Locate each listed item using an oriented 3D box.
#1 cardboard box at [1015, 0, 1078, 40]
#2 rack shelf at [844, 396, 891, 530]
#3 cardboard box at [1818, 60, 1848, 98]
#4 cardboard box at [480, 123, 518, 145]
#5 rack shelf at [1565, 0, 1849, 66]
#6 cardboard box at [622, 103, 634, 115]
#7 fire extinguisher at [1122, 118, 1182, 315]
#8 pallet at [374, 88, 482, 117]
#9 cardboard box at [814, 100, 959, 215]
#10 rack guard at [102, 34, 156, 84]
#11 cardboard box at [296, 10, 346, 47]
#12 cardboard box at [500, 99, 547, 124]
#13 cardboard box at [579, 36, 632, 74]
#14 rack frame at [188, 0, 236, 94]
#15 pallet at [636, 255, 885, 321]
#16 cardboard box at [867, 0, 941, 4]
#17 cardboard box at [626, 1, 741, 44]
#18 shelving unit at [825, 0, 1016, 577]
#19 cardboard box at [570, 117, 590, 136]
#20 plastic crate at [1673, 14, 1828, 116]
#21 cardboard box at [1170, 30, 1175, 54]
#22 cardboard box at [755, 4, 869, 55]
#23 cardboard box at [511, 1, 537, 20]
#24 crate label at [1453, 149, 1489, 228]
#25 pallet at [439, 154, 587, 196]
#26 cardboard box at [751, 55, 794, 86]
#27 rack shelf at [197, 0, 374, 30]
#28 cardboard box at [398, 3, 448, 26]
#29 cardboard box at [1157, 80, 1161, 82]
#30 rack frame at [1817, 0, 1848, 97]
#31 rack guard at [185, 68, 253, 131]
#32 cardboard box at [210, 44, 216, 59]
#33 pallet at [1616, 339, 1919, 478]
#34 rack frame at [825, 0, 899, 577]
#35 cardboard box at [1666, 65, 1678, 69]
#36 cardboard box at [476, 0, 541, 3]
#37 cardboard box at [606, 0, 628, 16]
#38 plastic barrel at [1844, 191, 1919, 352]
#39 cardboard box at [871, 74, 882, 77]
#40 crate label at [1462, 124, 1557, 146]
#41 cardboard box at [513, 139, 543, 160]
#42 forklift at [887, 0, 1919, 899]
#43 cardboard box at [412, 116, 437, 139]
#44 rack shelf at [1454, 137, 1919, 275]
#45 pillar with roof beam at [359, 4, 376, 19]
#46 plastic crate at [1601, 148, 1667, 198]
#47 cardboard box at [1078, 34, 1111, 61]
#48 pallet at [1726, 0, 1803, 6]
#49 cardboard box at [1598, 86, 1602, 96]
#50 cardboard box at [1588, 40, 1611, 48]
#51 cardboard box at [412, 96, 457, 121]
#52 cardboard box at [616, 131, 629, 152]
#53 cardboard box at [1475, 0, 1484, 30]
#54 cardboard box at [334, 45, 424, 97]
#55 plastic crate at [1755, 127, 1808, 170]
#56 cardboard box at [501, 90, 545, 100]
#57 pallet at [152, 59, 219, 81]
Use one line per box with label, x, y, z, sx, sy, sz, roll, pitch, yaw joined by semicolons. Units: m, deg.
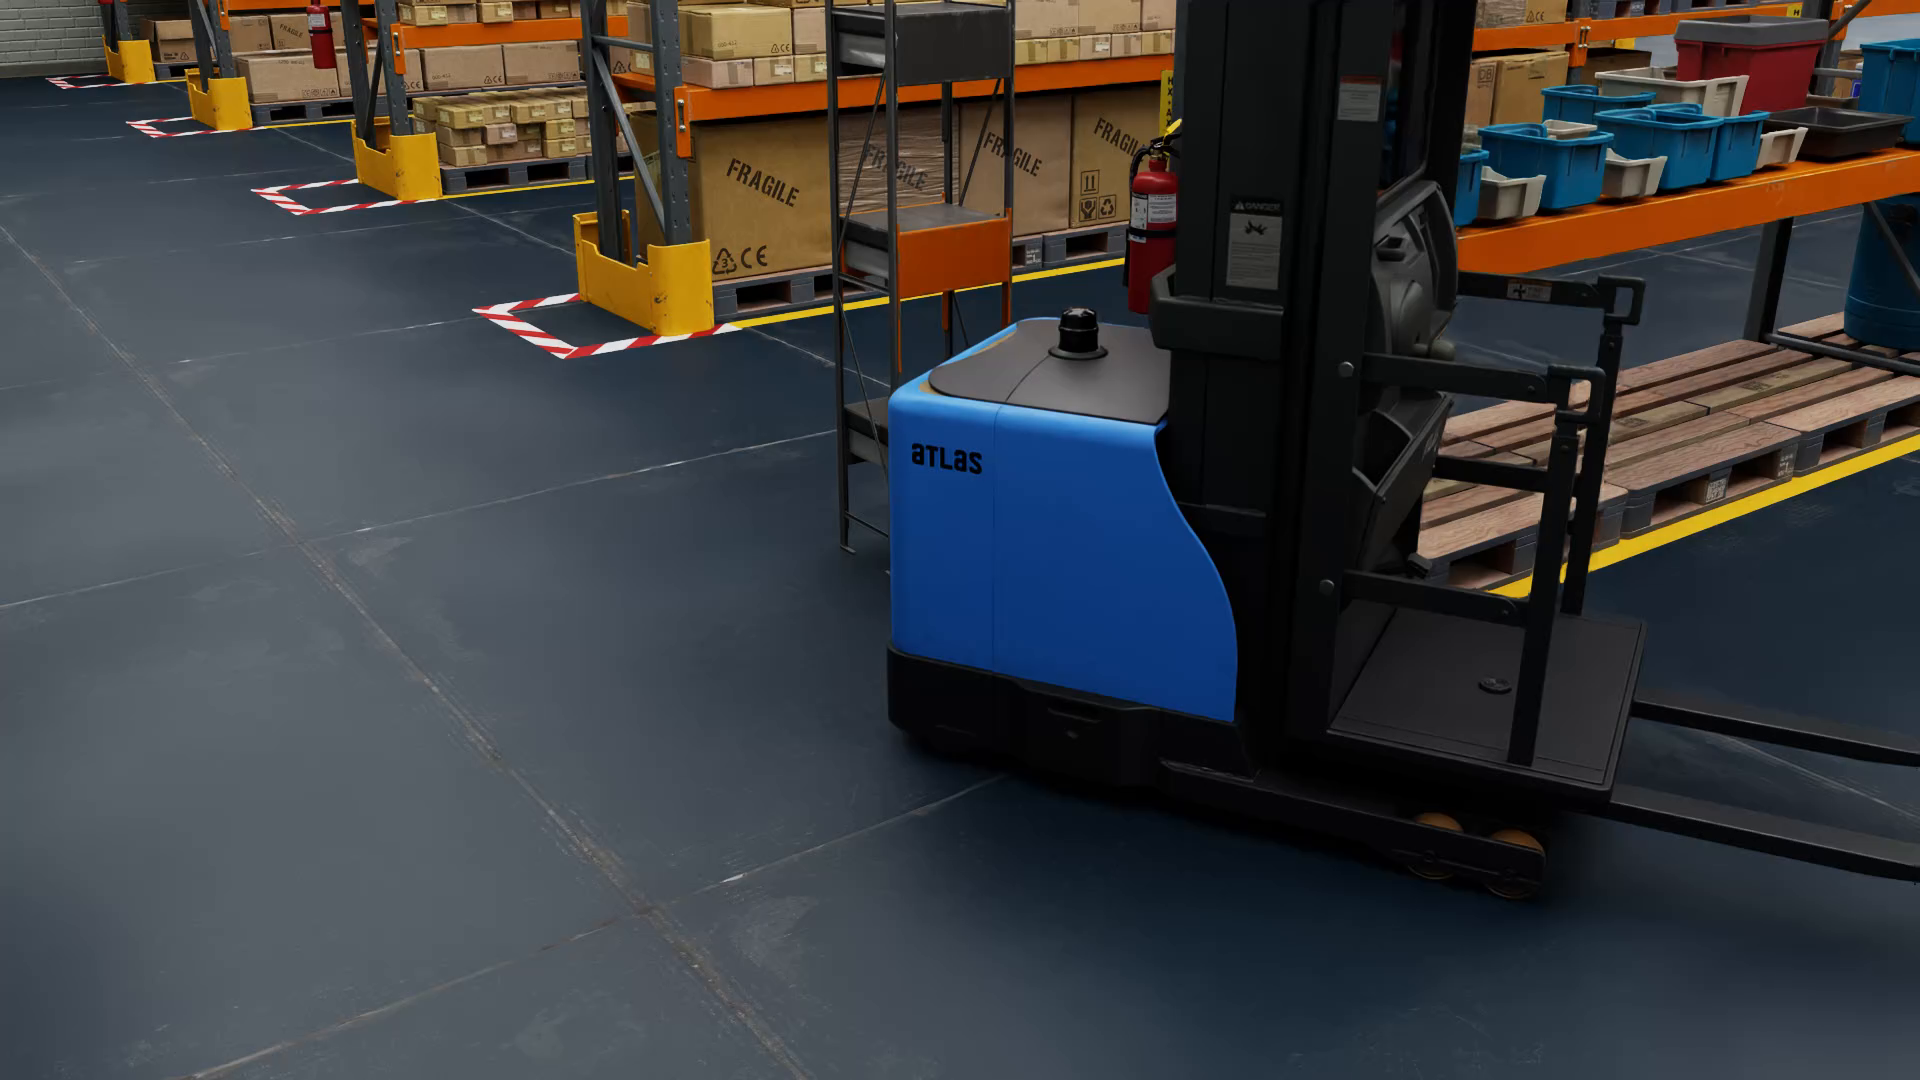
cardboard box;0.386;-3.265;10.331;0.500;0.250;0.500;-14;26;-32
rack shelf;-0.134;-0.277;6.182;0.480;0.518;0.431;-15;26;-33
cardboard box;8.266;-4.434;16.267;0.500;0.500;0.500;-16;27;-34
cardboard box;-3.807;-3.330;13.572;0.250;0.149;0.380;-15;26;-33
rack shelf;6.294;-4.558;14.743;4.000;0.370;1.077;-15;26;-33
cardboard box;-2.957;-3.691;14.077;0.250;0.149;0.380;-14;26;-32
fire extinguisher;0.682;-1.133;5.796;0.183;0.674;0.296;-15;26;-33
pallet;-6.018;-4.873;18.325;1.213;0.211;1.003;-15;26;-33
cardboard box;-0.612;-2.296;10.403;0.875;0.875;0.875;-15;26;-33
rack guard;-10.451;-6.057;20.902;0.348;0.500;1.175;-15;26;-33
cardboard box;-8.402;-6.738;22.041;0.500;0.500;0.700;-16;27;-35
cardboard box;-3.581;-3.512;13.629;0.250;0.149;0.380;-15;26;-33
cardboard box;-3.907;-5.942;19.539;0.875;0.875;0.875;-14;26;-31
rack frame;-7.611;-5.709;16.657;0.127;3.000;1.000;-15;26;-33
pallet;-1.220;-1.629;10.195;1.213;0.211;1.003;-15;26;-33
cardboard box;-0.453;-3.390;9.633;0.500;0.500;0.500;-16;27;-34
cardboard box;-1.585;-2.981;9.621;0.500;0.250;0.500;-15;26;-34
shelving unit;-0.134;-0.939;5.917;0.503;2.100;0.431;-15;26;-33
cardboard box;-3.229;-3.518;14.044;0.250;0.149;0.380;-16;27;-35
plastic crate;3.445;-2.044;7.303;0.583;0.464;0.402;-15;26;-33
cardboard box;1.368;-3.313;10.990;0.250;0.149;0.380;-15;26;-33
cardboard box;-0.858;-2.934;9.502;0.500;0.250;0.500;-15;26;-33
cardboard box;-3.621;-4.304;13.474;0.250;0.149;0.380;-14;25;-30
crate label;1.462;-1.142;5.357;0.303;0.233;0.416;-15;26;-33
pallet;-3.896;-3.129;13.952;1.213;0.211;1.003;-15;26;-33
cardboard box;-1.135;-2.645;9.316;0.250;0.149;0.380;-15;26;-34
rack shelf;-5.987;-5.808;17.875;4.000;0.370;1.077;-15;26;-33
cardboard box;-4.183;-4.097;12.955;0.250;0.149;0.380;-15;26;-33
cardboard box;1.932;-2.947;12.034;0.875;0.875;1.225;-15;26;-33
rack frame;7.918;-5.325;15.695;0.127;3.000;1.000;-15;26;-33
rack guard;-7.630;-4.543;17.107;0.348;0.500;1.175;-15;26;-33
cardboard box;-9.593;-6.257;21.309;0.250;0.149;0.380;-16;27;-35
pallet;3.742;-0.638;7.710;1.213;0.211;1.003;-15;26;-33
rack frame;-0.332;-0.887;5.785;0.015;2.100;0.400;-15;26;-33
cardboard box;7.009;-4.145;15.515;0.500;0.500;0.700;-15;26;-33
cardboard box;-3.692;-4.564;13.251;0.500;0.500;0.500;-15;26;-33
cardboard box;-2.947;-4.450;13.840;0.250;0.149;0.380;-14;26;-31
plastic barrel;4.768;-1.437;8.214;0.708;0.901;0.600;-15;26;-33
cardboard box;-0.509;-2.812;9.735;0.250;0.149;0.380;-16;27;-34
crate label;2.081;-1.500;6.384;0.243;0.136;0.396;-15;26;-33
cardboard box;-3.663;-3.267;13.817;0.250;0.149;0.380;-15;26;-32
forklift;1.344;-0.691;4.173;3.031;2.935;1.130;10;24;24
cardboard box;-4.376;-3.451;13.877;0.250;0.149;0.380;-16;27;-34
rack shelf;2.693;-1.337;6.670;4.000;0.370;1.077;-15;26;-33
pillar with roof beam;-5.843;-9.679;18.511;0.400;9.000;9.100;-15;26;-33
plastic crate;2.322;-1.289;5.854;0.298;0.136;0.250;-15;26;-33
cardboard box;0.742;-3.146;10.571;0.250;0.149;0.380;-14;26;-32
pallet;7.212;-5.115;15.425;1.213;0.211;1.003;-15;26;-33
cardboard box;5.203;-3.654;14.285;0.500;0.500;0.700;-17;27;-36
cardboard box;7.838;-6.747;21.557;0.875;0.875;0.875;-15;26;-33
cardboard box;-4.356;-3.580;13.798;0.250;0.149;0.380;-15;26;-32
cardboard box;-2.987;-3.401;14.153;0.250;0.149;0.380;-16;27;-35
cardboard box;3.587;-4.105;12.502;0.500;0.500;0.500;-16;27;-35
cardboard box;-6.395;-5.088;17.990;0.875;0.438;0.875;-14;26;-31
plastic crate;3.079;-1.542;6.488;0.466;0.136;0.293;-15;26;-33
cardboard box;-3.735;-3.749;14.220;0.250;0.149;0.380;-16;27;-35
pallet;-9.804;-6.096;21.389;1.213;0.211;1.003;-15;26;-33
